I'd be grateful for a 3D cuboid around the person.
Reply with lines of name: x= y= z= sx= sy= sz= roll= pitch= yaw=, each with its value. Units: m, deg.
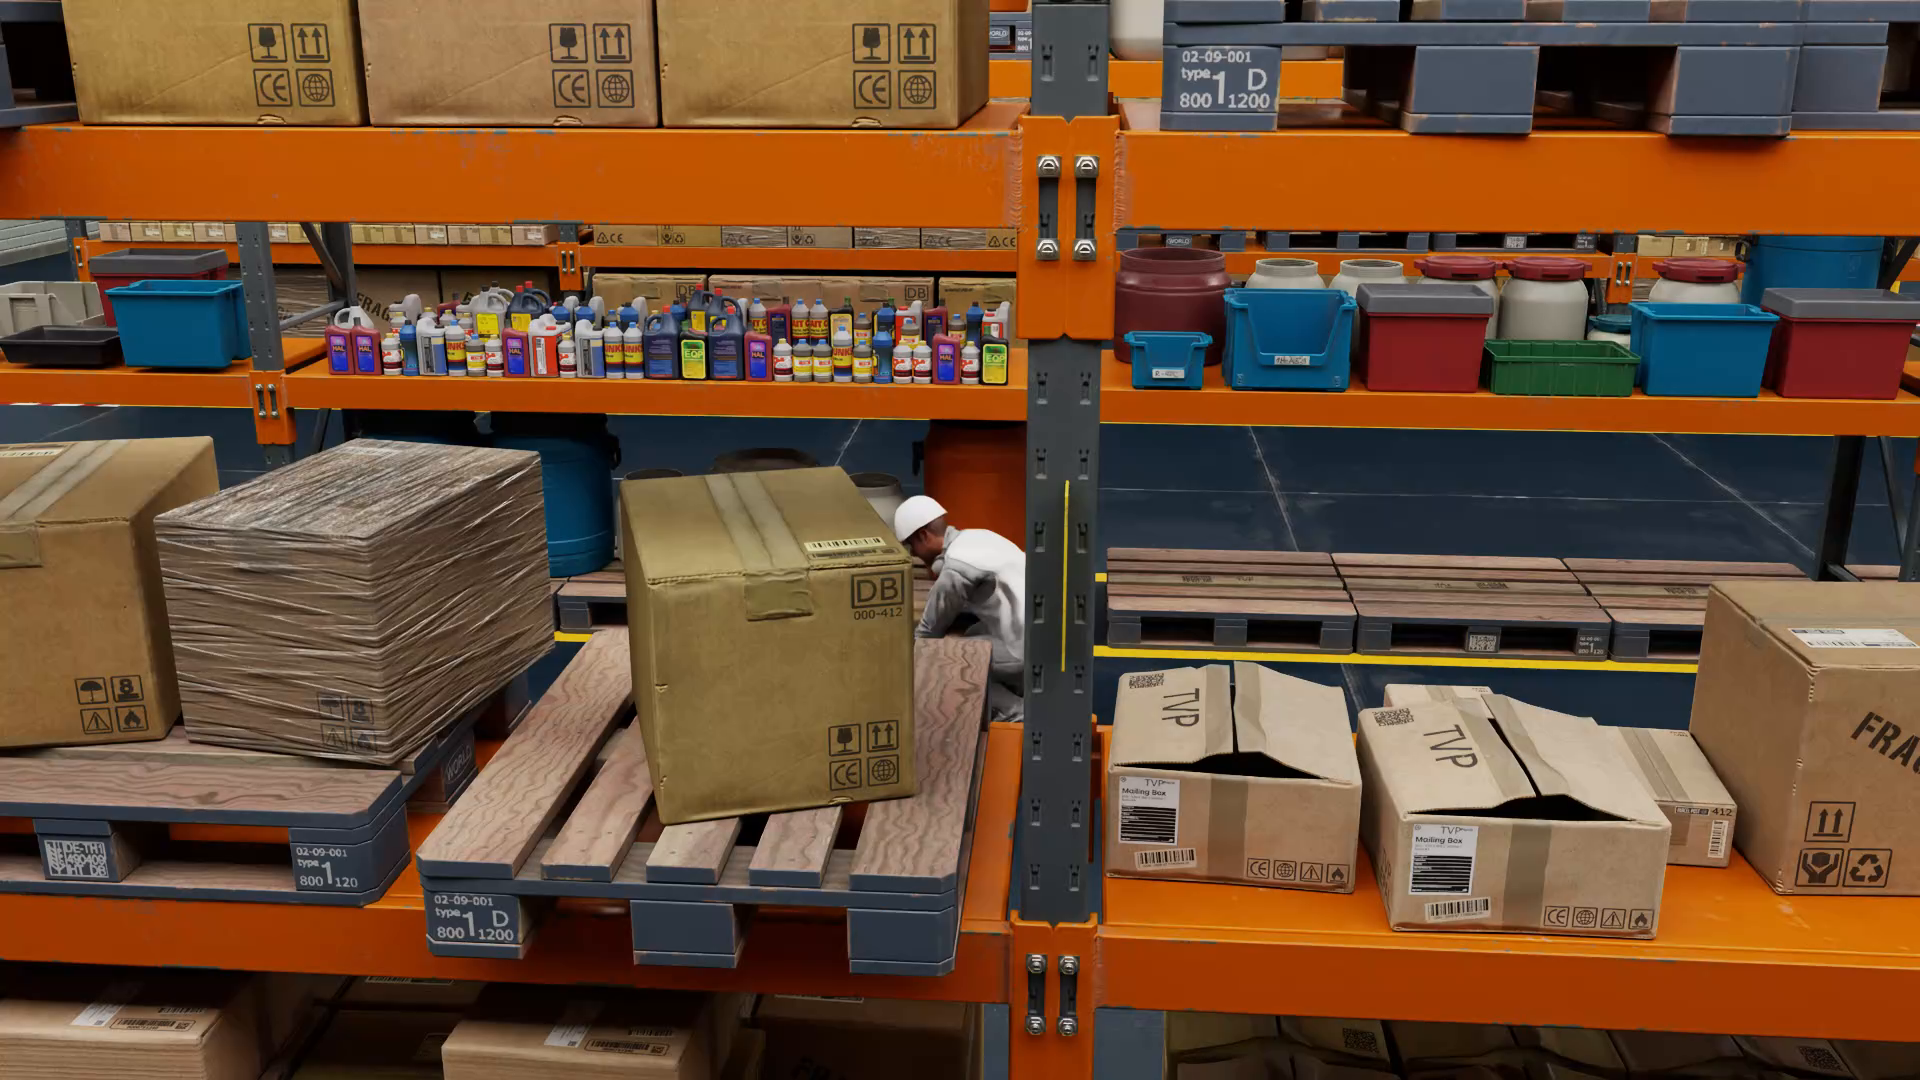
person: x=0.078 y=0.313 z=7.307 sx=0.914 sy=1.005 sz=0.533 roll=8 pitch=19 yaw=25
